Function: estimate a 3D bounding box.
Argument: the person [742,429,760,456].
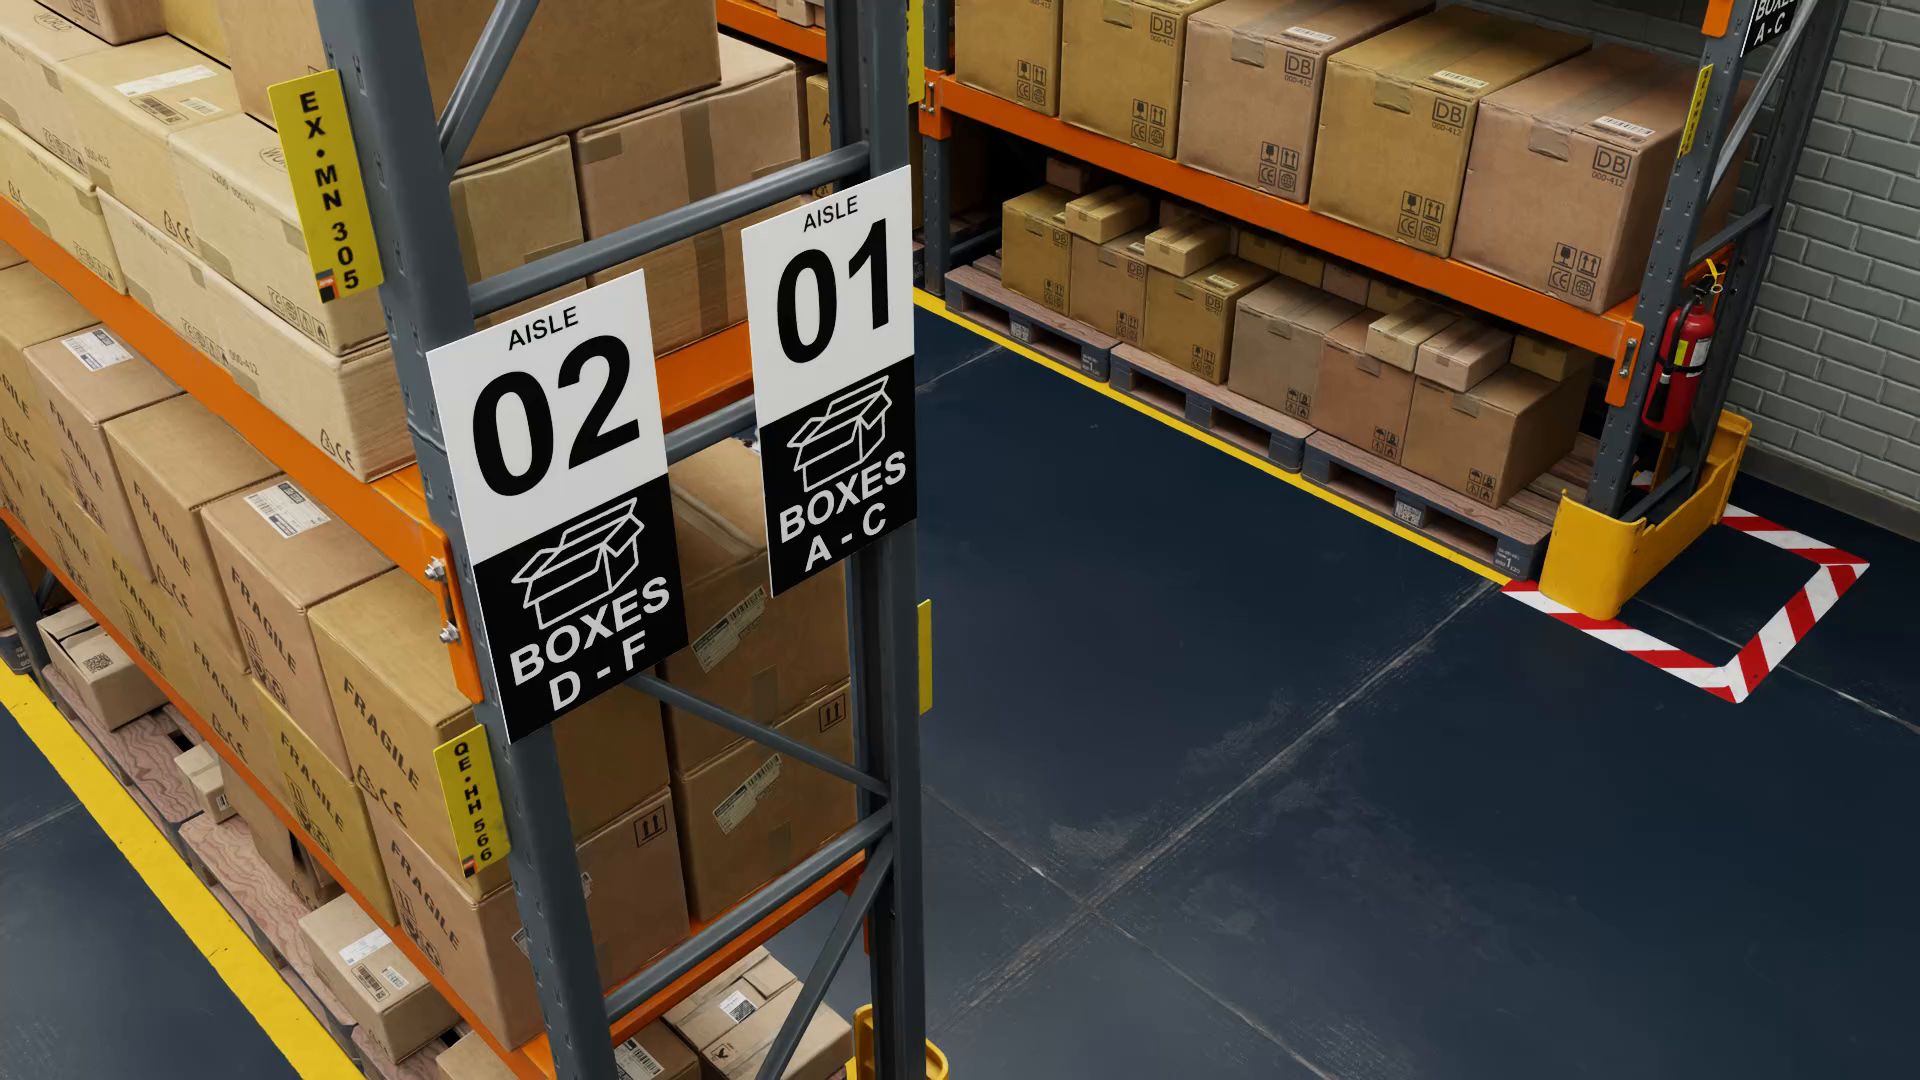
[{"bbox_3d":[-0.669,0.027,6.082,0.466,1.693,0.554,-30,45,-35],"label":"person"}]
